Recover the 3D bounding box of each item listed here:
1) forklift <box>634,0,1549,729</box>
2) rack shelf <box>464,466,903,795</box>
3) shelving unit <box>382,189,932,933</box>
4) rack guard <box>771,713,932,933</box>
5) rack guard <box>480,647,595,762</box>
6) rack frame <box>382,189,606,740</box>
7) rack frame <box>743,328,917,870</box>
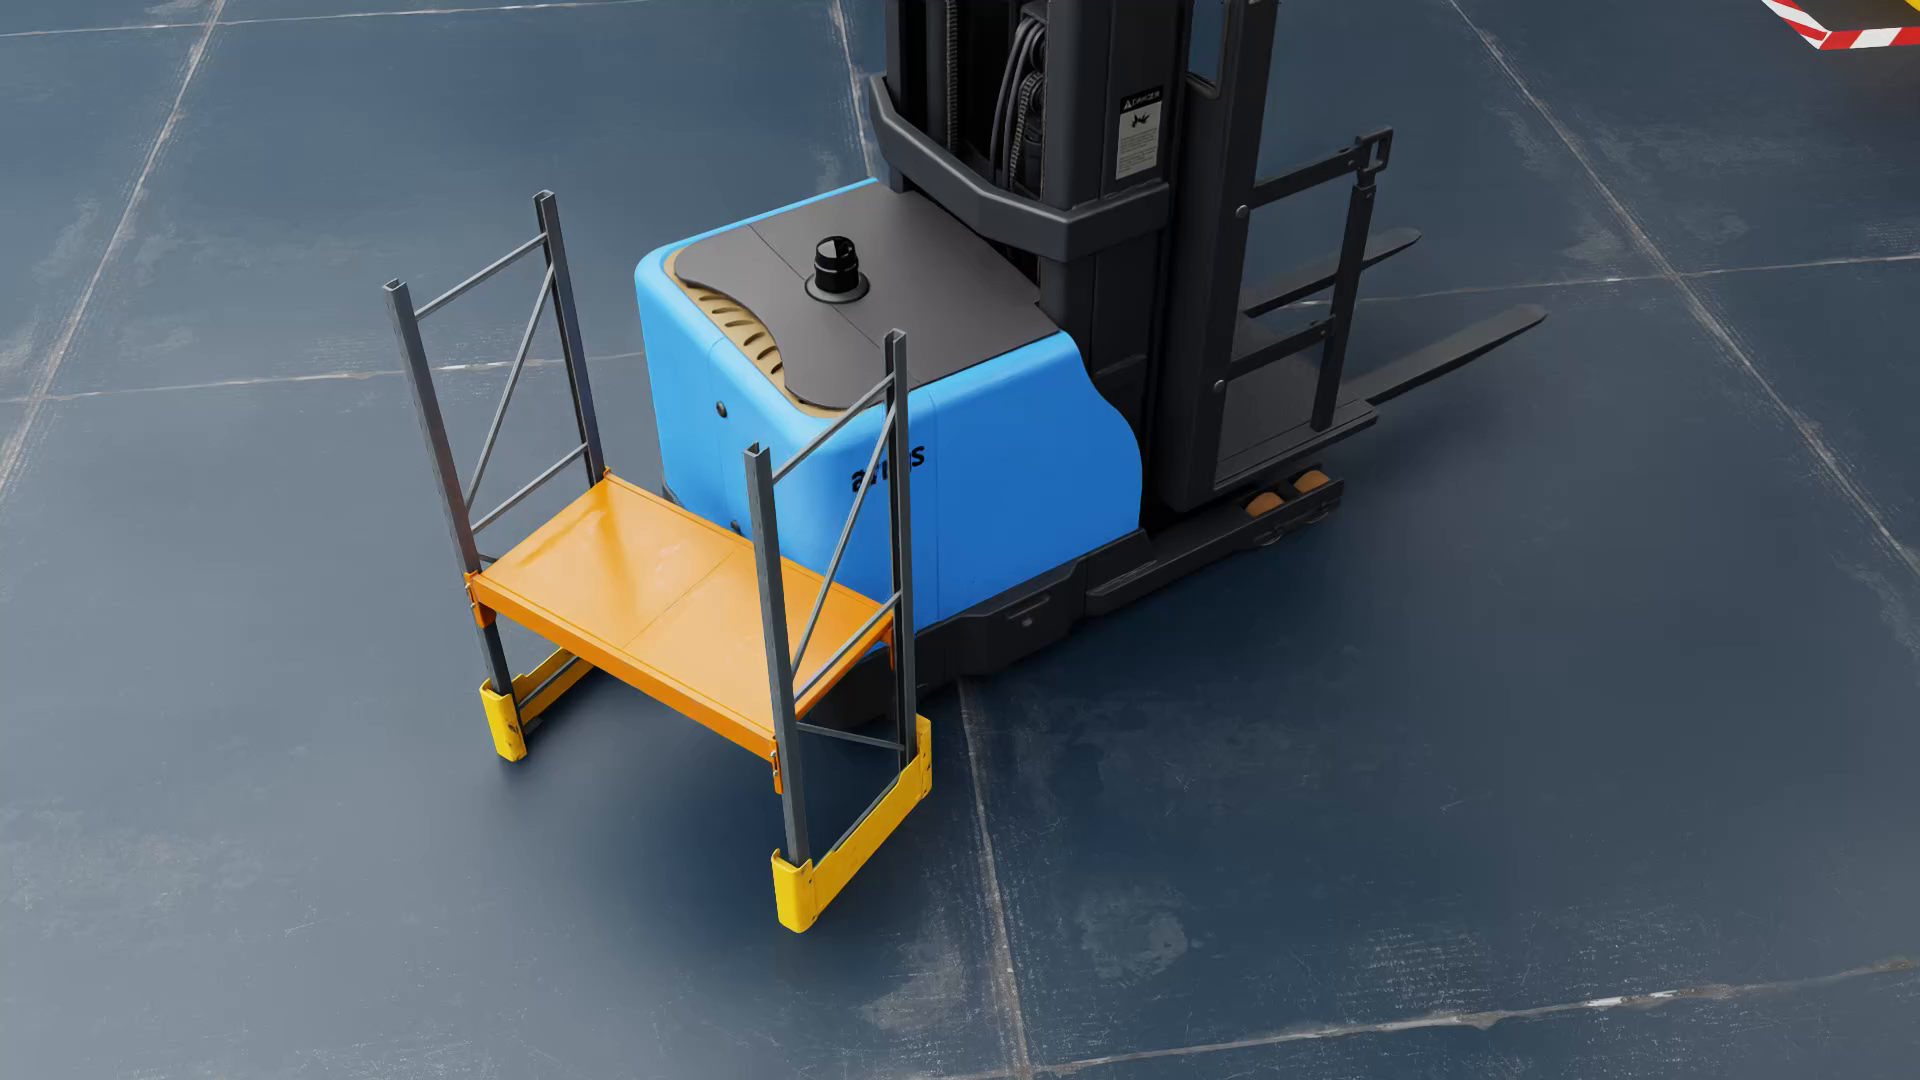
[{"bbox_3d":[0.611,-1.343,4.551,3.031,2.935,1.130,-24,47,-24],"label":"forklift"},{"bbox_3d":[-0.686,0.197,4.181,1.000,0.185,0.538,24,47,25],"label":"rack shelf"},{"bbox_3d":[-0.679,0.067,4.056,1.083,1.500,0.587,24,47,25],"label":"shelving unit"},{"bbox_3d":[-0.266,0.718,4.268,0.087,0.250,0.587,24,47,25],"label":"rack guard"},{"bbox_3d":[-1.091,0.344,4.682,0.087,0.250,0.587,24,47,25],"label":"rack guard"},{"bbox_3d":[-1.108,-0.127,4.271,0.032,1.500,0.500,24,47,25],"label":"rack frame"},{"bbox_3d":[-0.265,0.254,3.849,0.032,1.500,0.500,24,47,25],"label":"rack frame"}]
